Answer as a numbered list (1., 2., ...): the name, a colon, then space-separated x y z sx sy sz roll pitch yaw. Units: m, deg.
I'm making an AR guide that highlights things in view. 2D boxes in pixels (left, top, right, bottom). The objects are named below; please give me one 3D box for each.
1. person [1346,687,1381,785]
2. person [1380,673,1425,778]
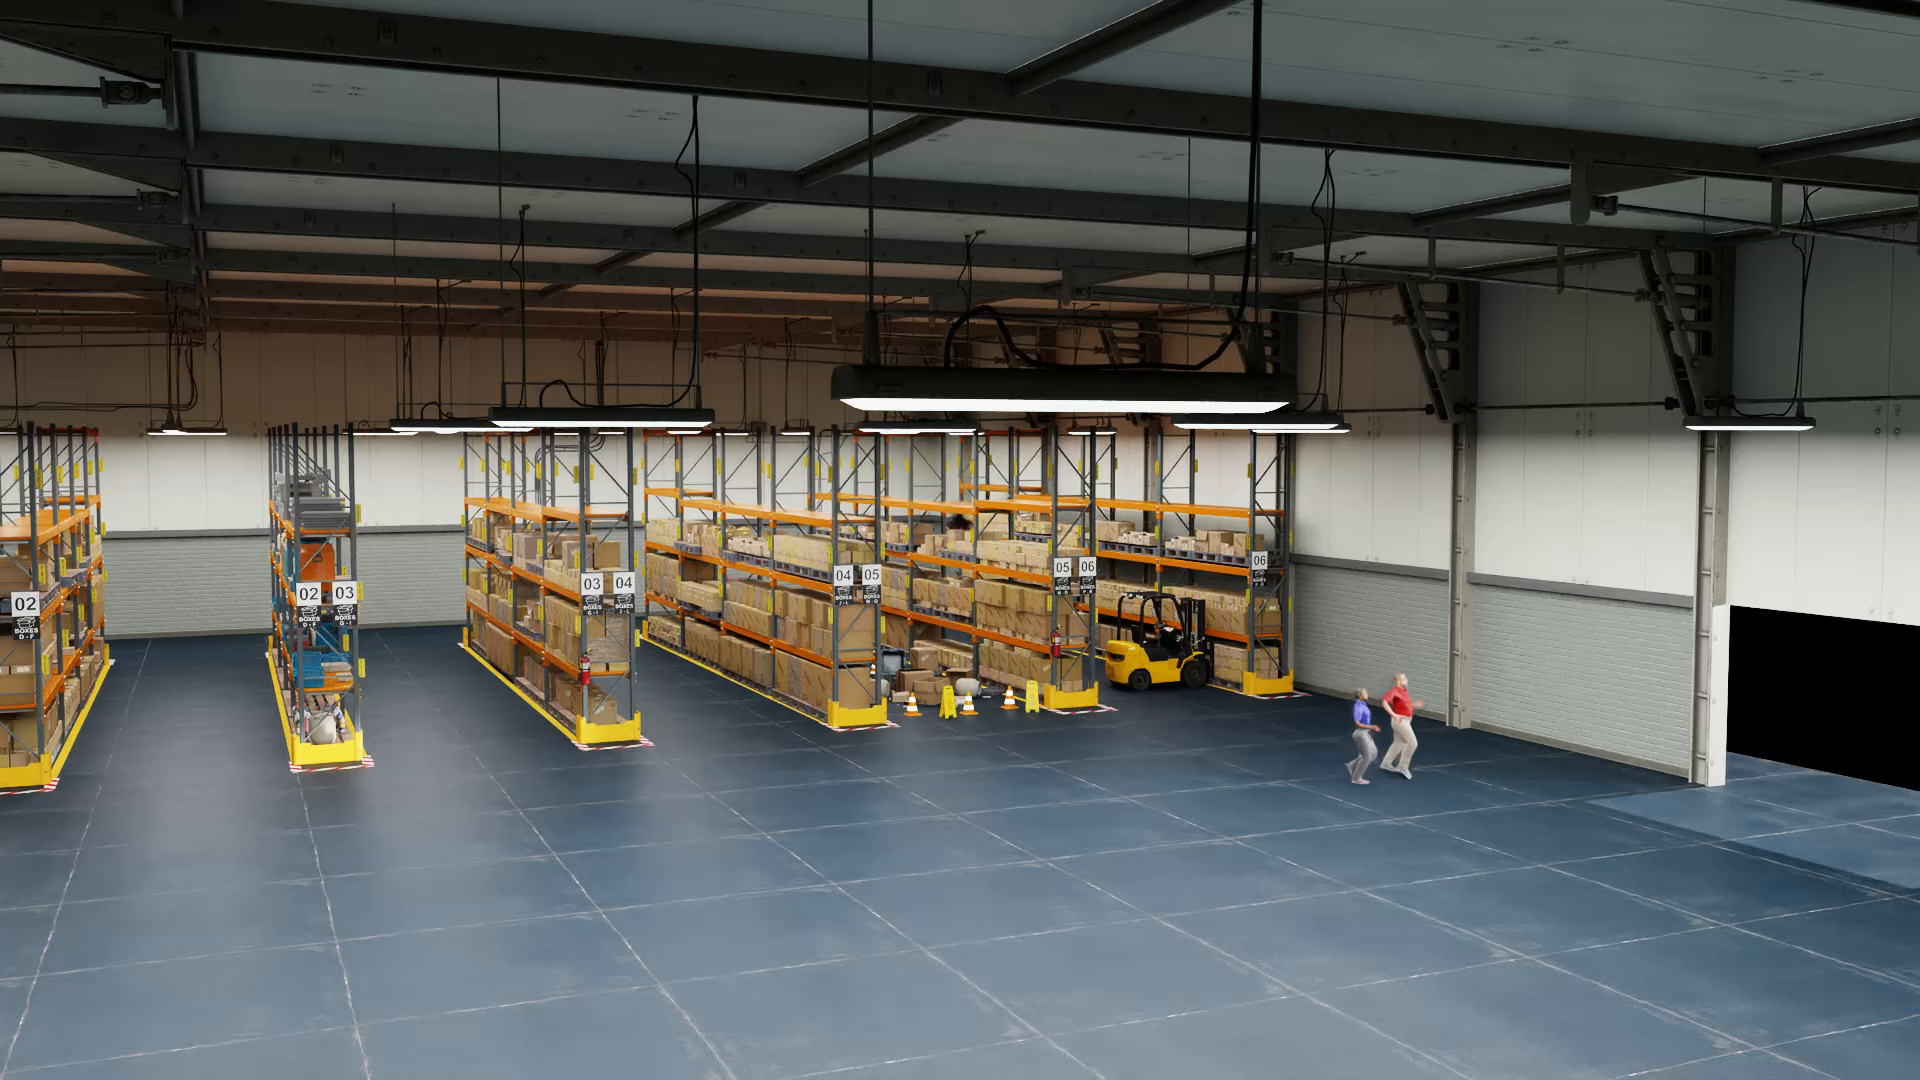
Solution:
1. person: 6.676 3.233 27.495 0.568 1.608 0.570 1 4 19
2. person: 7.500 3.154 28.179 0.714 1.790 0.637 1 4 23
